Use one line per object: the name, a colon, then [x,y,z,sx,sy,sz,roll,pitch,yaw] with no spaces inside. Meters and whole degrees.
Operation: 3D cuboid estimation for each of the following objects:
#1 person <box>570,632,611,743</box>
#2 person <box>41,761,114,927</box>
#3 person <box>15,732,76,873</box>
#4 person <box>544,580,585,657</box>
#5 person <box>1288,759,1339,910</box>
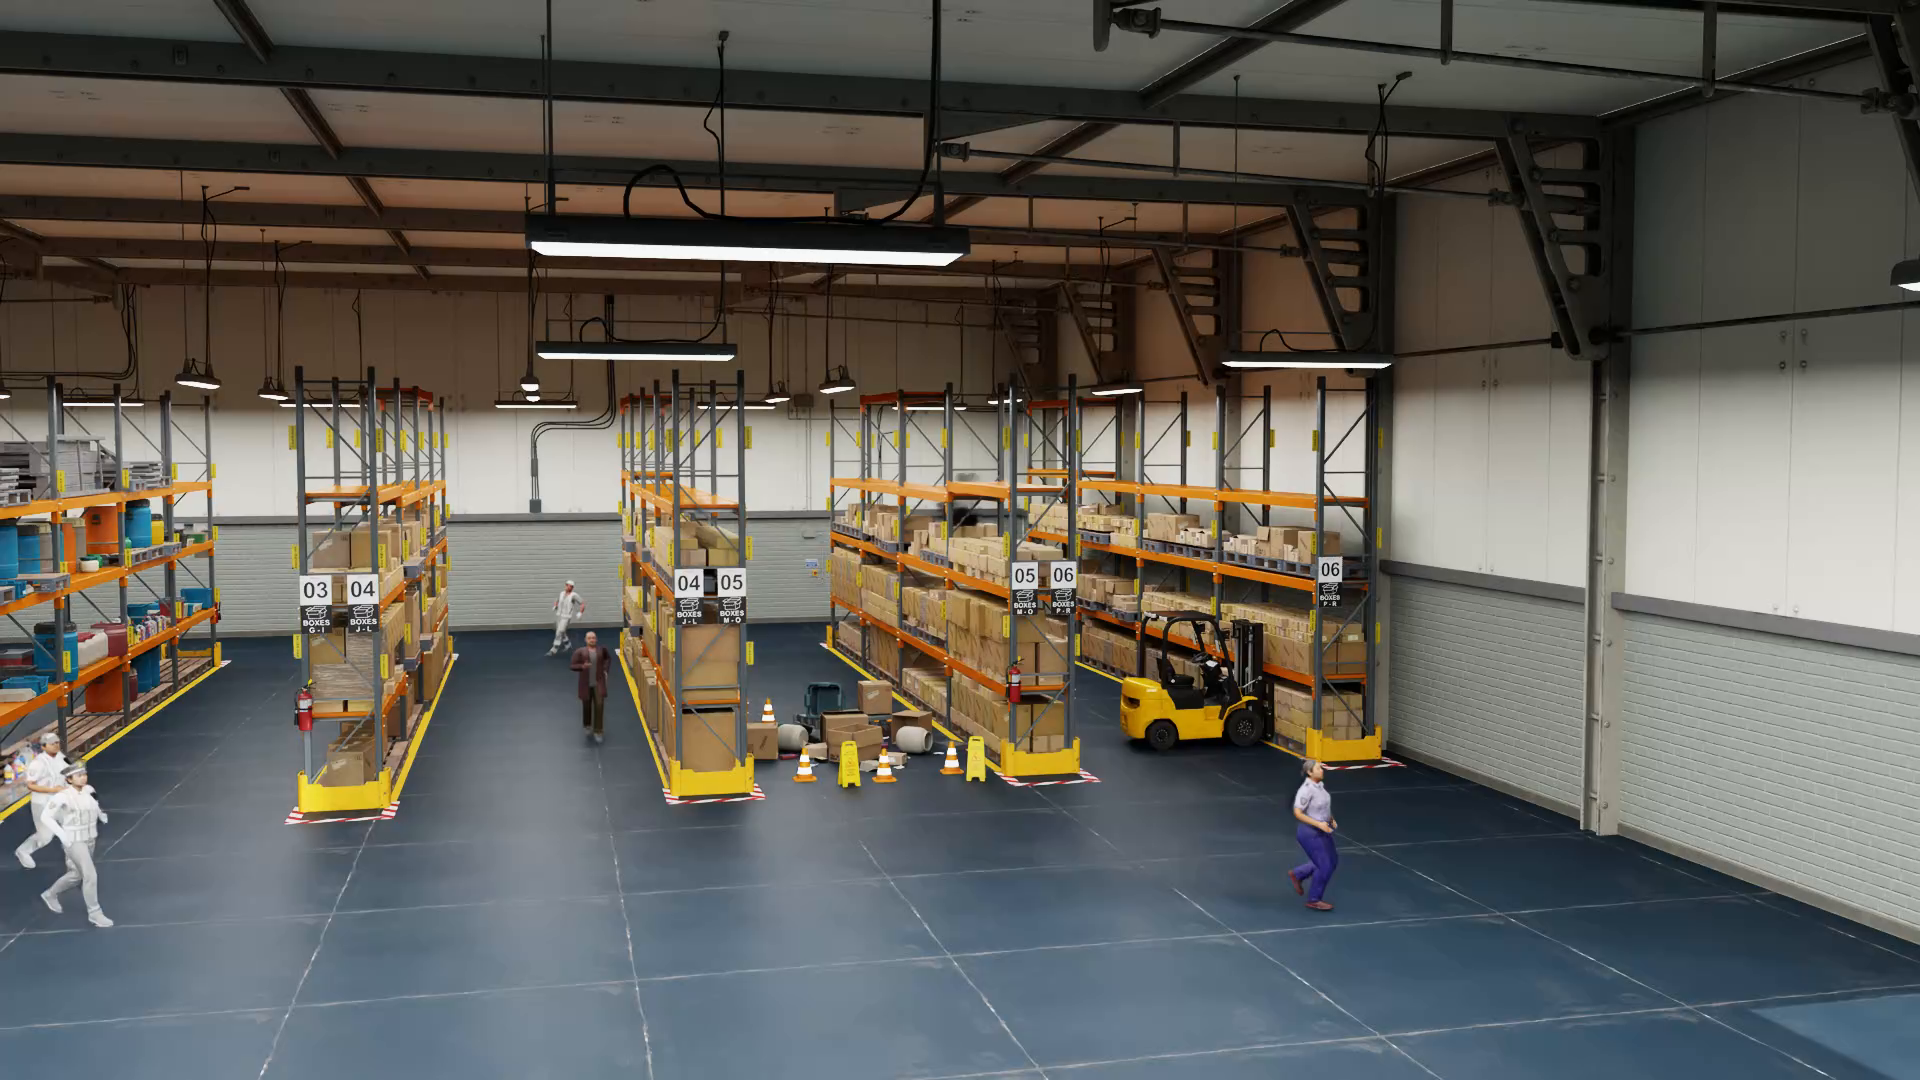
person: [-6.144,2.422,27.733,0.698,1.794,0.968,-1,4,-18]
person: [-9.149,3.132,17.248,0.842,1.706,0.603,1,4,14]
person: [-10.425,3.039,19.082,0.931,1.676,0.619,1,4,19]
person: [-9.184,1.801,38.483,0.720,1.729,0.962,2,4,31]
person: [3.765,3.140,17.823,0.578,1.593,0.605,2,4,31]
